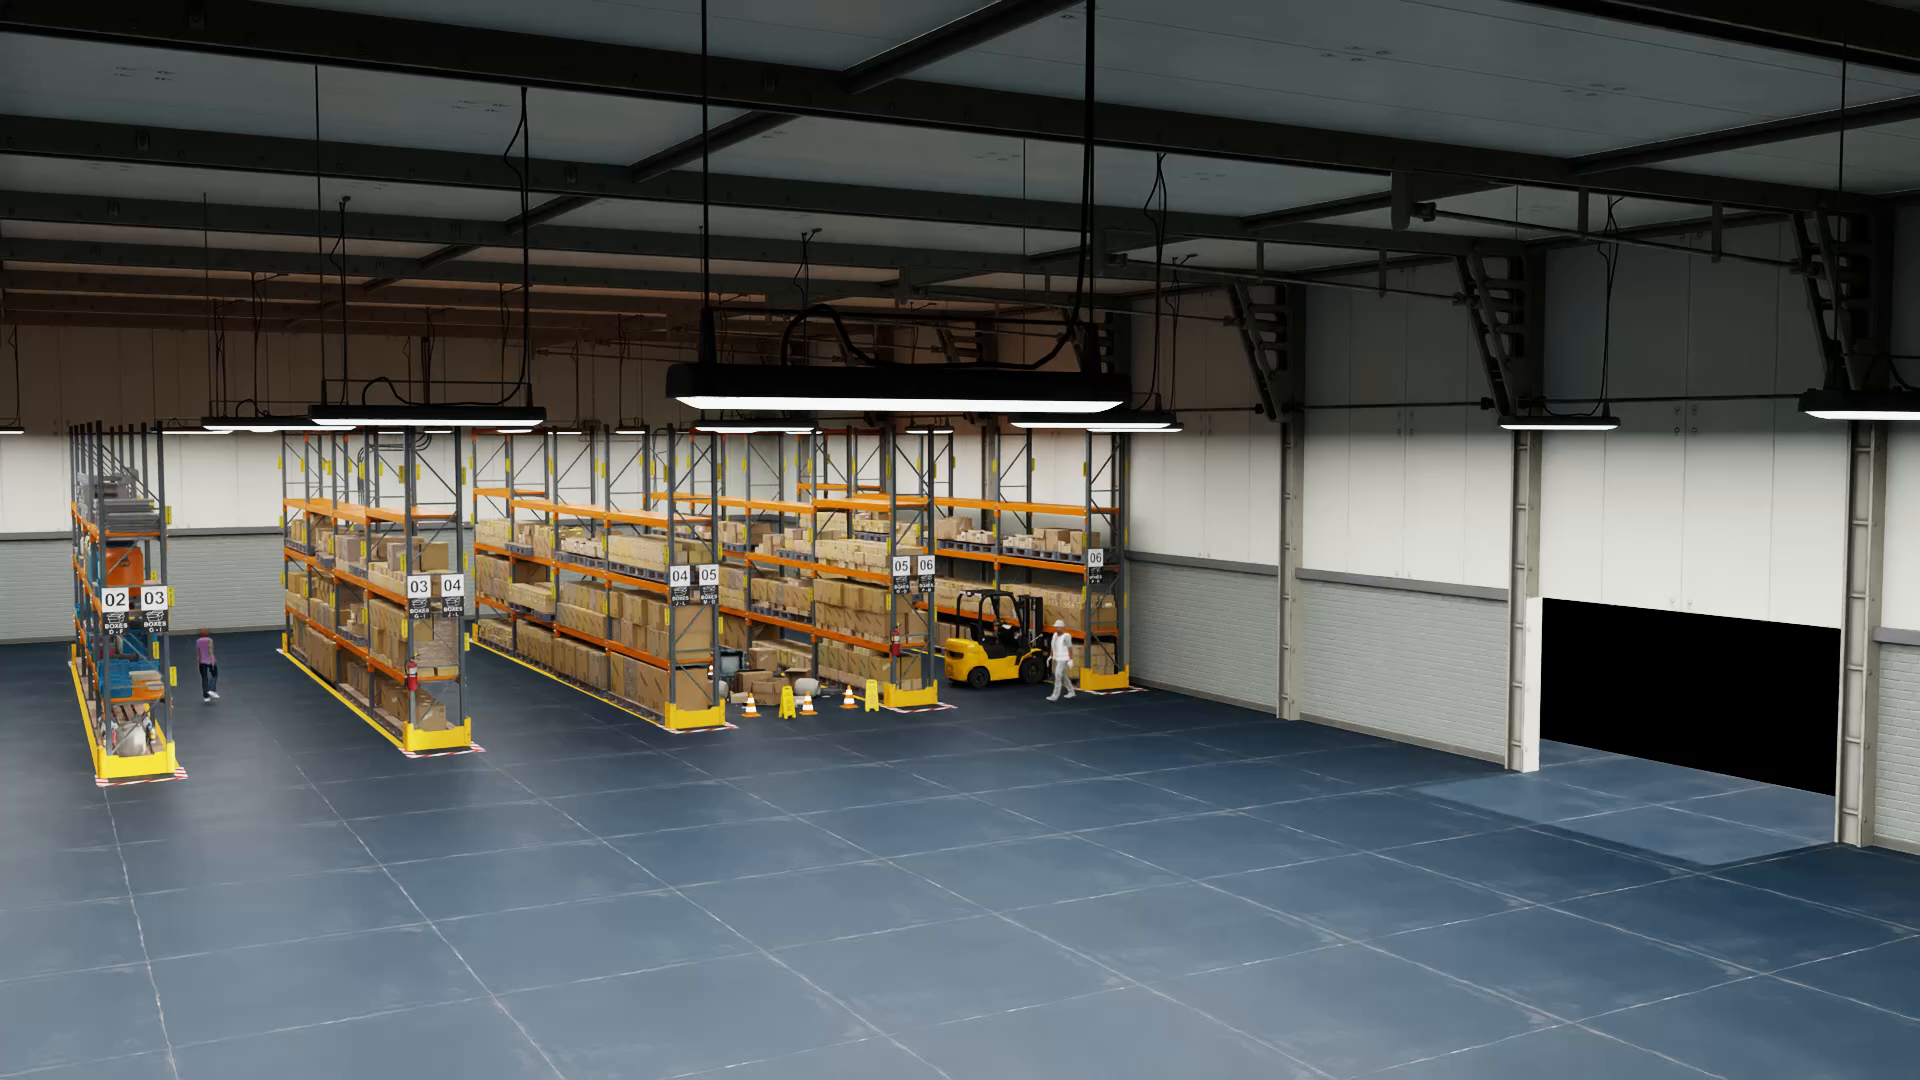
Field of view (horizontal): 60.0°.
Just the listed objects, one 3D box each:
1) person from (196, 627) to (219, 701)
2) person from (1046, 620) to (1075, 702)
[{"bbox_3d":[-16.344,2.688,36.072,0.443,1.582,0.470,-1,4,-15],"label":"person"},{"bbox_3d":[2.169,2.617,36.183,0.884,1.768,0.554,-2,4,-26],"label":"person"}]
